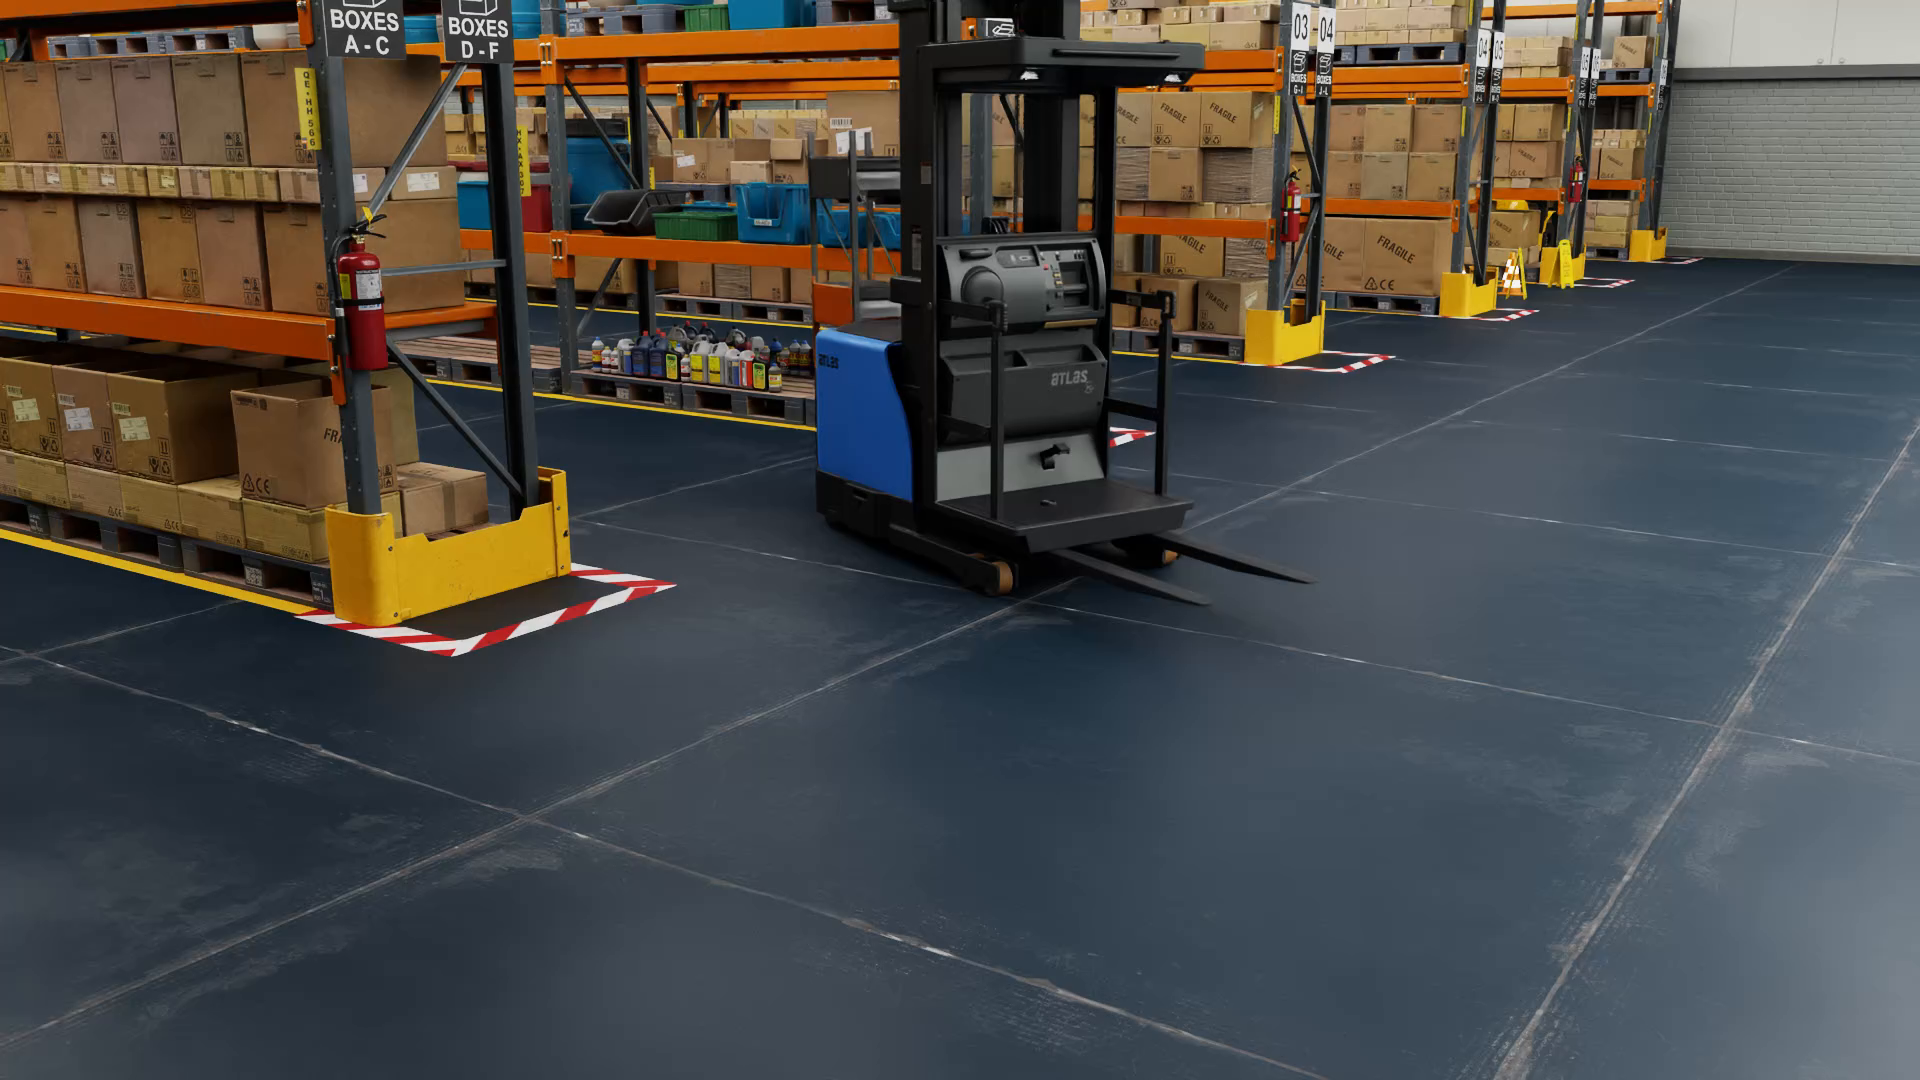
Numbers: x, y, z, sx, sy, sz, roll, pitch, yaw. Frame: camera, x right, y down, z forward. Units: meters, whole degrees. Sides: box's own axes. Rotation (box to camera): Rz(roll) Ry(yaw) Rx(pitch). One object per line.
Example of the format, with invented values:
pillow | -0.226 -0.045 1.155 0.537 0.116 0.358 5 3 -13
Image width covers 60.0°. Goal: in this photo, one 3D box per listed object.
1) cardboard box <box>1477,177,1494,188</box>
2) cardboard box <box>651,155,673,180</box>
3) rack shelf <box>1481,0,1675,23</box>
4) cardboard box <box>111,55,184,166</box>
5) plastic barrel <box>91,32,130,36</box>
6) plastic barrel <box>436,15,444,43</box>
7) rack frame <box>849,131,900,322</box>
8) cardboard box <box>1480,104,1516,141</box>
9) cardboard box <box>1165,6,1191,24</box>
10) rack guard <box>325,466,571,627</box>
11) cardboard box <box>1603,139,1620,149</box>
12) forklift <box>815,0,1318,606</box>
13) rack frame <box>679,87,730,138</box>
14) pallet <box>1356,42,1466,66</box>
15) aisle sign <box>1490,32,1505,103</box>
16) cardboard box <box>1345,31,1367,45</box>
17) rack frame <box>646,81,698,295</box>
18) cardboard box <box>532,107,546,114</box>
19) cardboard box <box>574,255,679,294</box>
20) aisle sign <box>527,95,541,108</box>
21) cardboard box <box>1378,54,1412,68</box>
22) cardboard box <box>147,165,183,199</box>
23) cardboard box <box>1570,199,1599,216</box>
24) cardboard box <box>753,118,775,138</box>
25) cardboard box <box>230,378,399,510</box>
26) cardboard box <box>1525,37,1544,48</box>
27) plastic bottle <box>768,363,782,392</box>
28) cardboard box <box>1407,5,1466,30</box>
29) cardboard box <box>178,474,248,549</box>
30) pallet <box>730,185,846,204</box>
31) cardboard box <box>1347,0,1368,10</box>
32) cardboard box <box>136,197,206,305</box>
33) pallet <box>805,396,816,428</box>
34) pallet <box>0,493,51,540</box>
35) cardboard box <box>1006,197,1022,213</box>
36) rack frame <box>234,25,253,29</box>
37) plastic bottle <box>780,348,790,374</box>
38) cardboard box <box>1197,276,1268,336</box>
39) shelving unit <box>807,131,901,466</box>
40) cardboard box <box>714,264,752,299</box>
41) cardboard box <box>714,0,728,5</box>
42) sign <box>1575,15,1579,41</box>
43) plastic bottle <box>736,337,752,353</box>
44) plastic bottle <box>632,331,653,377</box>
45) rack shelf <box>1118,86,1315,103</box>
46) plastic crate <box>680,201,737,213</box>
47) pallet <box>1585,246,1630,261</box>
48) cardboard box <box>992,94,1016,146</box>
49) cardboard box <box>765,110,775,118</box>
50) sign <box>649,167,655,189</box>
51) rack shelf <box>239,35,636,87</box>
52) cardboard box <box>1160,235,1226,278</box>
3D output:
cardboard box | 7.552 -5.127 23.813 0.250 0.149 0.380 10 17 34
cardboard box | -3.735 -4.427 20.256 0.500 0.500 0.500 10 17 34
rack shelf | 9.793 -8.789 27.931 4.000 0.370 1.077 9 17 33
cardboard box | -3.660 -2.099 8.152 0.500 0.500 0.700 9 17 33
plastic barrel | -8.697 -5.477 17.199 0.600 0.588 0.600 0 14 0
plastic barrel | -4.015 -4.547 13.664 0.600 0.901 0.600 0 14 0
rack frame | -0.416 -1.206 9.288 0.400 2.100 0.015 -9 15 -31
cardboard box | 7.724 -5.935 23.647 0.500 0.500 0.700 9 17 33
cardboard box | 2.090 -4.840 15.373 0.250 0.149 0.380 9 17 33
rack guard | -2.357 0.005 7.762 0.348 0.500 1.175 9 17 33
cardboard box | 10.780 -6.535 27.421 0.250 0.149 0.380 9 17 34
forklift | 0.436 -1.289 7.931 1.130 2.935 3.031 -9 17 -32
rack frame | -3.951 -5.771 25.893 0.127 3.000 1.000 9 17 33
pallet | 5.385 -5.672 19.436 1.213 0.211 1.003 9 17 33
aisle sign | 6.233 -5.474 19.283 0.004 0.787 0.394 9 17 33
cardboard box | 4.697 -5.862 19.458 0.250 0.149 0.380 9 16 32
rack frame | -3.484 -4.259 19.786 0.127 3.000 1.000 9 17 33
cardboard box | -6.623 -6.806 27.167 0.500 0.500 0.500 10 17 34
cardboard box | -4.045 -3.528 20.381 0.875 0.875 1.225 8 16 30
aisle sign | -7.163 -7.639 28.029 0.004 0.787 0.394 9 17 33
cardboard box | 6.420 -6.975 24.210 0.500 0.250 0.500 9 17 33
cardboard box | -3.657 -1.727 7.997 0.250 0.149 0.380 10 17 35
cardboard box | 10.469 -5.574 27.864 0.500 0.250 0.500 10 17 34
cardboard box | -3.488 -7.585 30.933 0.500 0.500 0.500 9 17 32
cardboard box | -2.988 -0.457 7.715 0.500 0.500 0.500 9 17 33
cardboard box | 8.047 -6.912 23.124 0.250 0.149 0.380 10 17 34
plastic bottle | -1.378 -1.213 12.388 0.097 0.201 0.097 0 14 0
cardboard box | 5.444 -5.951 18.991 0.500 0.250 0.500 9 17 34
cardboard box | -3.409 -0.158 8.068 0.500 0.250 0.500 9 17 33
pallet | -1.818 -3.909 18.769 1.213 0.211 1.003 9 17 33
cardboard box | 4.696 -6.249 19.363 0.250 0.149 0.380 9 17 33
cardboard box | -3.605 -1.462 8.280 0.500 0.500 0.700 9 17 33
pallet | -0.370 -0.956 12.245 1.213 0.211 1.003 9 17 33
pallet | -5.060 -0.279 9.512 1.213 0.211 1.003 9 17 33
cardboard box | 0.666 -3.374 16.735 0.250 0.149 0.380 9 17 33
rack frame | -6.248 -6.184 15.075 0.127 3.000 1.000 9 17 33
plastic bottle | -1.390 -1.432 13.272 0.097 0.201 0.097 0 14 0
cardboard box | 2.646 -2.264 16.053 0.500 0.500 0.500 13 19 43
shelving unit | -0.546 -1.251 9.489 0.431 2.100 0.503 -9 15 -31
cardboard box | -2.449 -3.101 19.396 0.500 0.500 0.700 8 16 28
cardboard box | -2.397 -5.757 18.347 0.500 0.500 0.500 9 16 31
sign | 8.359 -6.940 22.531 0.005 0.325 0.100 9 17 33
plastic bottle | -1.733 -1.488 13.330 0.133 0.283 0.061 9 17 33
plastic bottle | -2.491 -1.472 13.123 0.185 0.351 0.144 10 17 34
rack shelf | 3.707 -7.074 26.410 4.000 0.370 1.077 9 17 33
plastic crate | -1.859 -2.569 13.266 0.616 0.251 0.499 9 17 33
pallet | 10.794 -4.893 28.150 1.213 0.211 1.003 9 17 33
cardboard box | 0.483 -4.223 16.733 0.500 0.500 0.500 9 17 33
cardboard box | -3.383 -7.877 30.762 0.250 0.149 0.380 9 17 33
sign | -2.613 -2.978 14.033 0.005 0.325 0.100 9 17 33
rack shelf | -4.588 -4.110 14.439 4.000 0.370 1.077 9 17 33
cardboard box | 3.170 -3.772 21.367 0.875 0.875 0.875 9 17 34
